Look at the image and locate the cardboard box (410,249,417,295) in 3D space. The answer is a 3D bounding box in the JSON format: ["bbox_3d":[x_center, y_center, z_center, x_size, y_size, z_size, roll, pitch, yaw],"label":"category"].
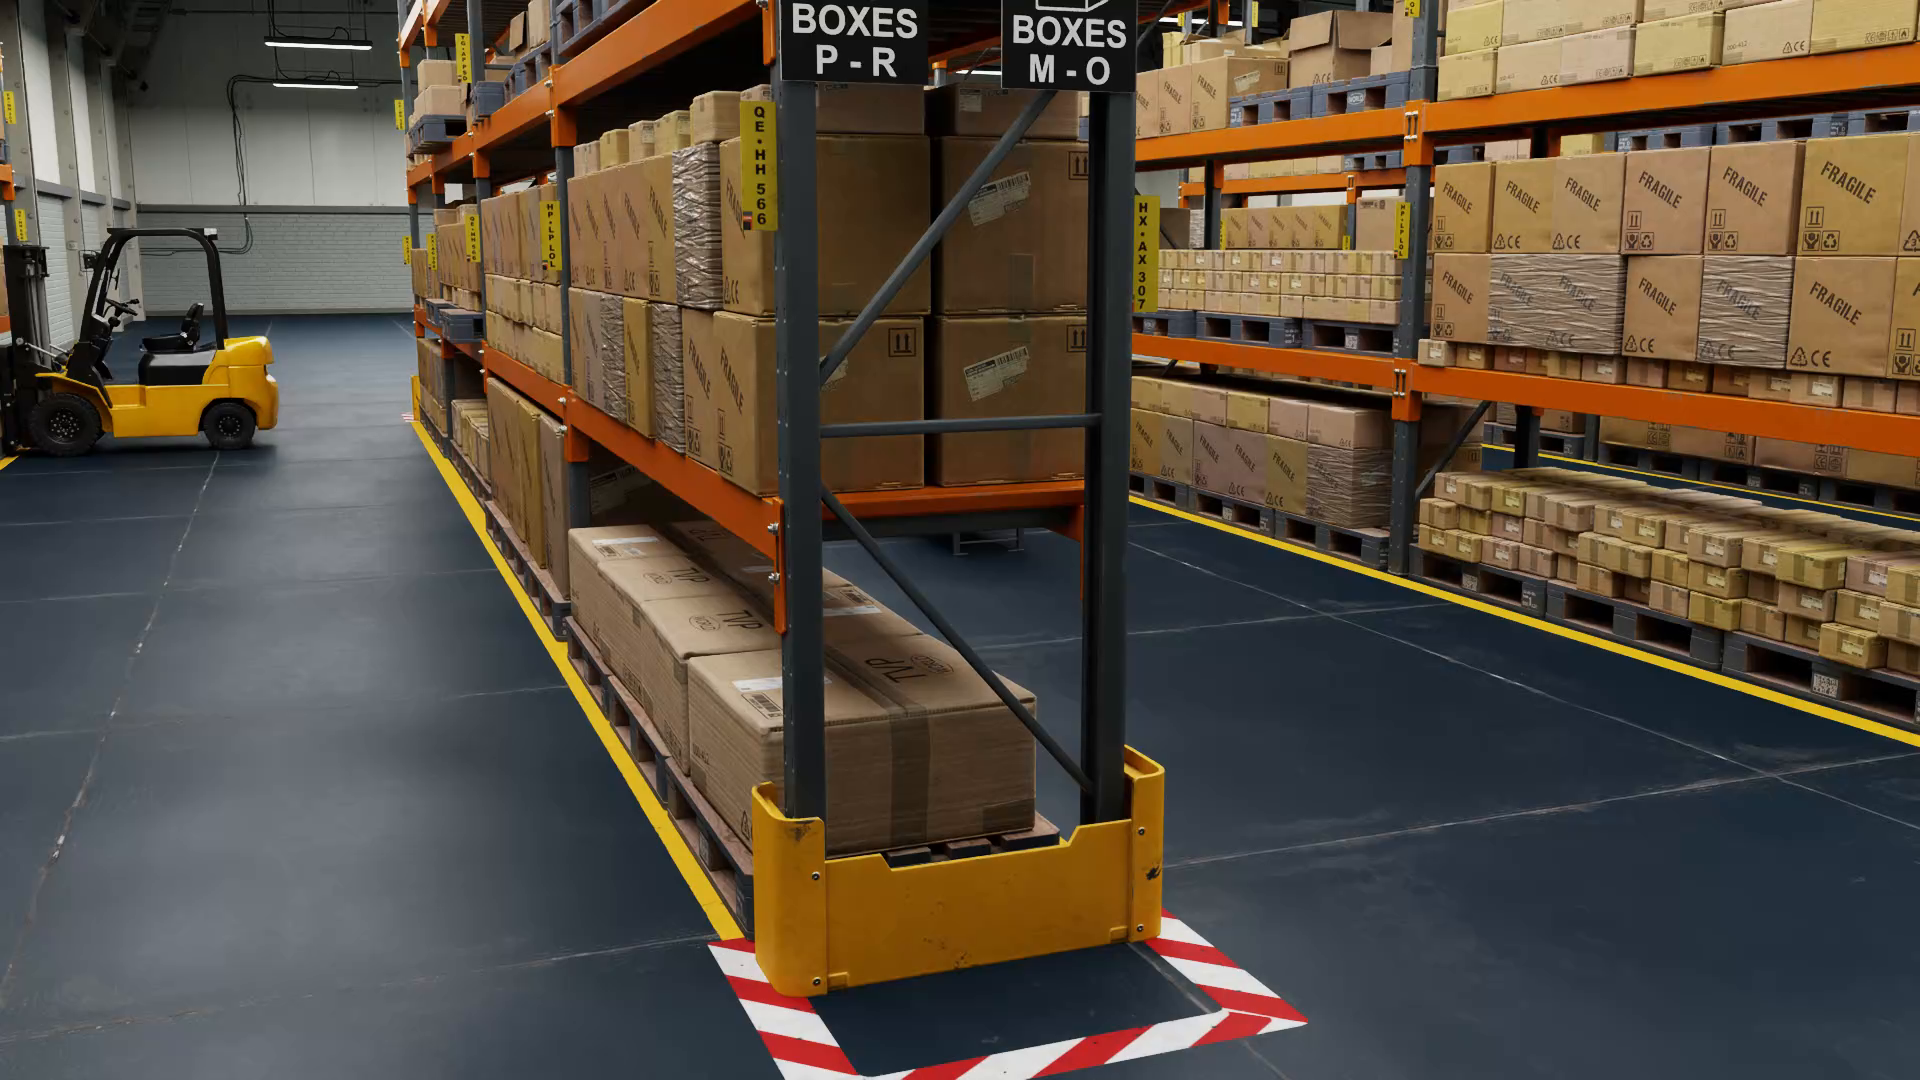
[{"bbox_3d":[-5.888,-3.020,18.701,0.500,0.500,0.500,-4,11,-22],"label":"cardboard box"}]

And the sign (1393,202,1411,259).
[{"bbox_3d":[2.608,-1.826,9.814,0.100,0.325,0.005,-4,11,-21],"label":"sign"}]

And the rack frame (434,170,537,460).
[{"bbox_3d":[-4.352,-2.267,15.599,1.000,3.000,0.127,-4,11,-21],"label":"rack frame"}]

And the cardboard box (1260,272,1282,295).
[{"bbox_3d":[2.315,-1.789,11.579,0.380,0.149,0.250,-4,11,-21],"label":"cardboard box"}]

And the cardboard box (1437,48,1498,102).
[{"bbox_3d":[3.046,-2.602,9.348,0.500,0.250,0.500,-3,11,-18],"label":"cardboard box"}]

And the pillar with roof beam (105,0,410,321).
[{"bbox_3d":[-17.873,-10.557,45.074,9.100,9.000,0.548,-4,11,-21],"label":"pillar with roof beam"}]

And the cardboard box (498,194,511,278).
[{"bbox_3d":[-2.590,-1.894,10.360,0.500,0.500,0.500,-4,11,-19],"label":"cardboard box"}]

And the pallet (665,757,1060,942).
[{"bbox_3d":[-0.366,0.939,5.537,1.003,0.211,1.213,-4,11,-21],"label":"pallet"}]

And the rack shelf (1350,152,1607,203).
[{"bbox_3d":[5.609,-3.692,17.099,1.077,0.370,4.000,-4,11,-21],"label":"rack shelf"}]

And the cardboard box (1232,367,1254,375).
[{"bbox_3d":[3.894,-2.326,21.872,0.500,0.500,0.500,-1,10,-6],"label":"cardboard box"}]

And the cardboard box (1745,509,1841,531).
[{"bbox_3d":[4.205,-0.055,8.409,0.380,0.149,0.250,-4,11,-20],"label":"cardboard box"}]

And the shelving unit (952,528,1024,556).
[{"bbox_3d":[0.002,-0.553,11.315,0.538,1.125,1.048,-4,11,-21],"label":"shelving unit"}]

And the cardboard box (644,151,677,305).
[{"bbox_3d":[-0.793,-1.078,5.772,0.500,0.500,0.500,-4,11,-21],"label":"cardboard box"}]

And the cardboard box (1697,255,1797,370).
[{"bbox_3d":[3.797,-1.058,7.668,0.500,0.500,0.500,-4,11,-21],"label":"cardboard box"}]

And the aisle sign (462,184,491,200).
[{"bbox_3d":[-5.553,-4.228,19.202,0.394,0.787,0.004,-4,11,-21],"label":"aisle sign"}]

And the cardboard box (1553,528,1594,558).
[{"bbox_3d":[3.427,0.002,8.936,0.380,0.149,0.250,-3,11,-18],"label":"cardboard box"}]

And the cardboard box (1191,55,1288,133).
[{"bbox_3d":[2.008,-3.198,11.983,0.500,0.500,0.500,-4,11,-21],"label":"cardboard box"}]

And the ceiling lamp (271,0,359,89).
[{"bbox_3d":[-16.058,-12.828,41.175,2.000,3.185,0.800,-4,11,-21],"label":"ceiling lamp"}]

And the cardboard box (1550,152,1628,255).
[{"bbox_3d":[3.416,-1.723,8.549,0.500,0.500,0.500,-4,11,-20],"label":"cardboard box"}]

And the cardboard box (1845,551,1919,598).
[{"bbox_3d":[4.108,0.150,7.253,0.380,0.149,0.250,-4,11,-20],"label":"cardboard box"}]

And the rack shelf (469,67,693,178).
[{"bbox_3d":[-2.177,-2.410,9.893,1.077,0.370,4.000,-4,11,-21],"label":"rack shelf"}]

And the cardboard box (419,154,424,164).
[{"bbox_3d":[-5.378,-3.947,17.197,0.380,0.149,0.250,-4,11,-22],"label":"cardboard box"}]

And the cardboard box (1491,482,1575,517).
[{"bbox_3d":[3.238,-0.231,9.399,0.380,0.149,0.250,-4,11,-22],"label":"cardboard box"}]

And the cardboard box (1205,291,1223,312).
[{"bbox_3d":[2.042,-1.767,12.305,0.380,0.149,0.250,-4,11,-19],"label":"cardboard box"}]

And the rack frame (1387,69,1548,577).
[{"bbox_3d":[3.124,-1.292,10.116,1.000,3.000,0.127,-4,11,-21],"label":"rack frame"}]

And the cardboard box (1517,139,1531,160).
[{"bbox_3d":[5.741,-3.788,16.013,0.500,0.250,0.500,-4,11,-21],"label":"cardboard box"}]

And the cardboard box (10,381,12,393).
[{"bbox_3d":[-9.402,-1.396,15.929,0.500,0.250,0.500,-4,11,-21],"label":"cardboard box"}]

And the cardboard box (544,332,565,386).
[{"bbox_3d":[-1.850,-0.944,8.592,0.500,0.250,0.500,-4,11,-22],"label":"cardboard box"}]

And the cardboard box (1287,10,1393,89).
[{"bbox_3d":[2.687,-3.287,11.272,0.797,0.503,0.637,-4,11,-22],"label":"cardboard box"}]

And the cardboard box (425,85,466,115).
[{"bbox_3d":[-4.126,-3.592,13.714,0.500,0.250,0.500,-4,11,-22],"label":"cardboard box"}]

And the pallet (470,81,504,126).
[{"bbox_3d":[-2.619,-2.896,11.110,1.213,0.211,1.003,-3,11,-18],"label":"pallet"}]

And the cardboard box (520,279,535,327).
[{"bbox_3d":[-2.220,-1.355,9.474,0.500,0.250,0.500,-4,11,-20],"label":"cardboard box"}]

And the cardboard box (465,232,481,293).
[{"bbox_3d":[-3.326,-2.073,12.174,0.500,0.500,0.500,-4,11,-23],"label":"cardboard box"}]

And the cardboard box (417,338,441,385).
[{"bbox_3d":[-5.758,-1.989,18.547,0.500,0.500,0.500,-4,11,-23],"label":"cardboard box"}]

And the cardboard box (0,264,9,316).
[{"bbox_3d":[-9.824,-2.504,16.649,0.500,0.500,0.500,-4,11,-19],"label":"cardboard box"}]

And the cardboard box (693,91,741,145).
[{"bbox_3d":[-0.606,-1.292,5.123,0.380,0.149,0.250,-4,11,-21],"label":"cardboard box"}]

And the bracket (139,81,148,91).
[{"bbox_3d":[-22.564,-12.533,45.905,0.235,0.232,0.430,-4,11,-21],"label":"bracket"}]

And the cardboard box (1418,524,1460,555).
[{"bbox_3d":[2.957,-0.015,9.881,0.380,0.149,0.250,-4,11,-23],"label":"cardboard box"}]

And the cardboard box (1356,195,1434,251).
[{"bbox_3d":[5.042,-3.259,18.266,1.000,1.000,1.000,-4,11,-21],"label":"cardboard box"}]

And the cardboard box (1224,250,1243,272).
[{"bbox_3d":[2.139,-2.018,12.021,0.380,0.149,0.250,-4,11,-19],"label":"cardboard box"}]

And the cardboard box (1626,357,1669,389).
[{"bbox_3d":[3.585,-0.848,8.341,0.380,0.149,0.250,-3,11,-19],"label":"cardboard box"}]

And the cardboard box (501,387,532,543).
[{"bbox_3d":[-2.410,-0.511,10.594,0.875,0.875,0.875,-4,11,-20],"label":"cardboard box"}]

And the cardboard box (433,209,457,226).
[{"bbox_3d":[-4.511,-2.889,14.912,0.380,0.149,0.250,-4,11,-21],"label":"cardboard box"}]

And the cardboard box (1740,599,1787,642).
[{"bbox_3d":[3.884,0.362,7.762,0.380,0.149,0.250,-4,11,-20],"label":"cardboard box"}]

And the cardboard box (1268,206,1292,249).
[{"bbox_3d":[4.102,-3.803,20.244,0.500,0.500,0.500,-4,11,-21],"label":"cardboard box"}]

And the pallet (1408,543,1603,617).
[{"bbox_3d":[3.401,0.189,9.757,1.003,0.211,1.213,-4,11,-21],"label":"pallet"}]

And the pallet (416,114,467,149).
[{"bbox_3d":[-3.849,-3.375,13.797,1.213,0.211,1.003,-4,11,-21],"label":"pallet"}]

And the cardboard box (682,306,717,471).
[{"bbox_3d":[-0.593,-0.502,5.392,0.500,0.500,0.500,-4,11,-22],"label":"cardboard box"}]

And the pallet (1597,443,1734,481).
[{"bbox_3d":[6.550,-0.736,14.958,1.003,0.211,1.213,-4,11,-21],"label":"pallet"}]

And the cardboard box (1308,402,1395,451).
[{"bbox_3d":[2.619,-0.742,10.826,0.500,0.250,0.500,-4,11,-22],"label":"cardboard box"}]

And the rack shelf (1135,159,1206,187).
[{"bbox_3d":[0.950,-3.394,15.422,1.077,0.370,4.000,-4,11,-21],"label":"rack shelf"}]

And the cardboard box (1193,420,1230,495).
[{"bbox_3d":[2.069,-0.624,12.299,0.500,0.500,0.500,-4,11,-22],"label":"cardboard box"}]

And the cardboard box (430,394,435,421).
[{"bbox_3d":[-5.199,-1.369,17.203,0.500,0.250,0.500,-4,11,-20],"label":"cardboard box"}]
